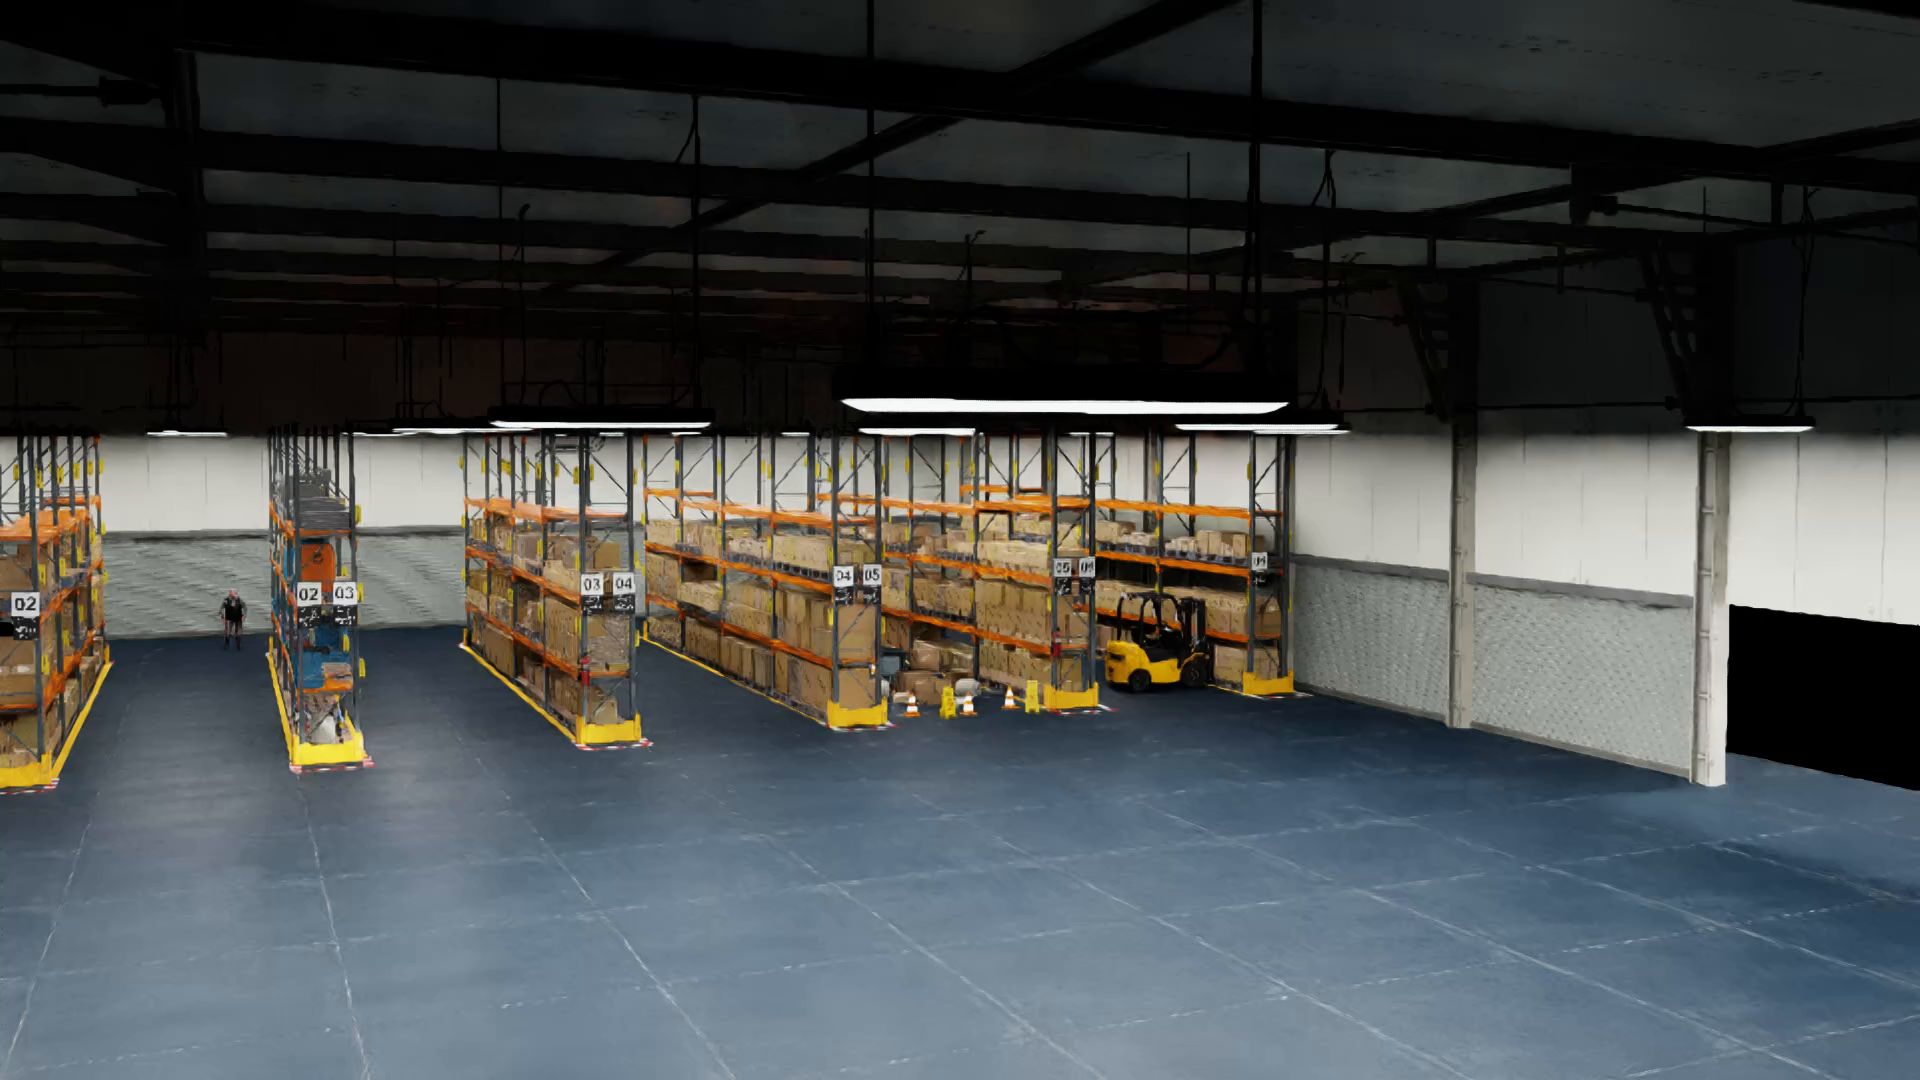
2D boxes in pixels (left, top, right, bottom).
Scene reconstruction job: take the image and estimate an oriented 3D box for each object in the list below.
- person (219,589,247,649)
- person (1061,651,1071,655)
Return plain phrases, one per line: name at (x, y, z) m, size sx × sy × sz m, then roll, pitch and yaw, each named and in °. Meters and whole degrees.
person at (-19.677, 2.144, 45.030) m, size 0.677 × 1.674 × 0.534 m, roll -2°, pitch 4°, yaw -26°
person at (2.546, 2.211, 42.657) m, size 0.589 × 1.782 × 0.672 m, roll 0°, pitch 3°, yaw 2°
